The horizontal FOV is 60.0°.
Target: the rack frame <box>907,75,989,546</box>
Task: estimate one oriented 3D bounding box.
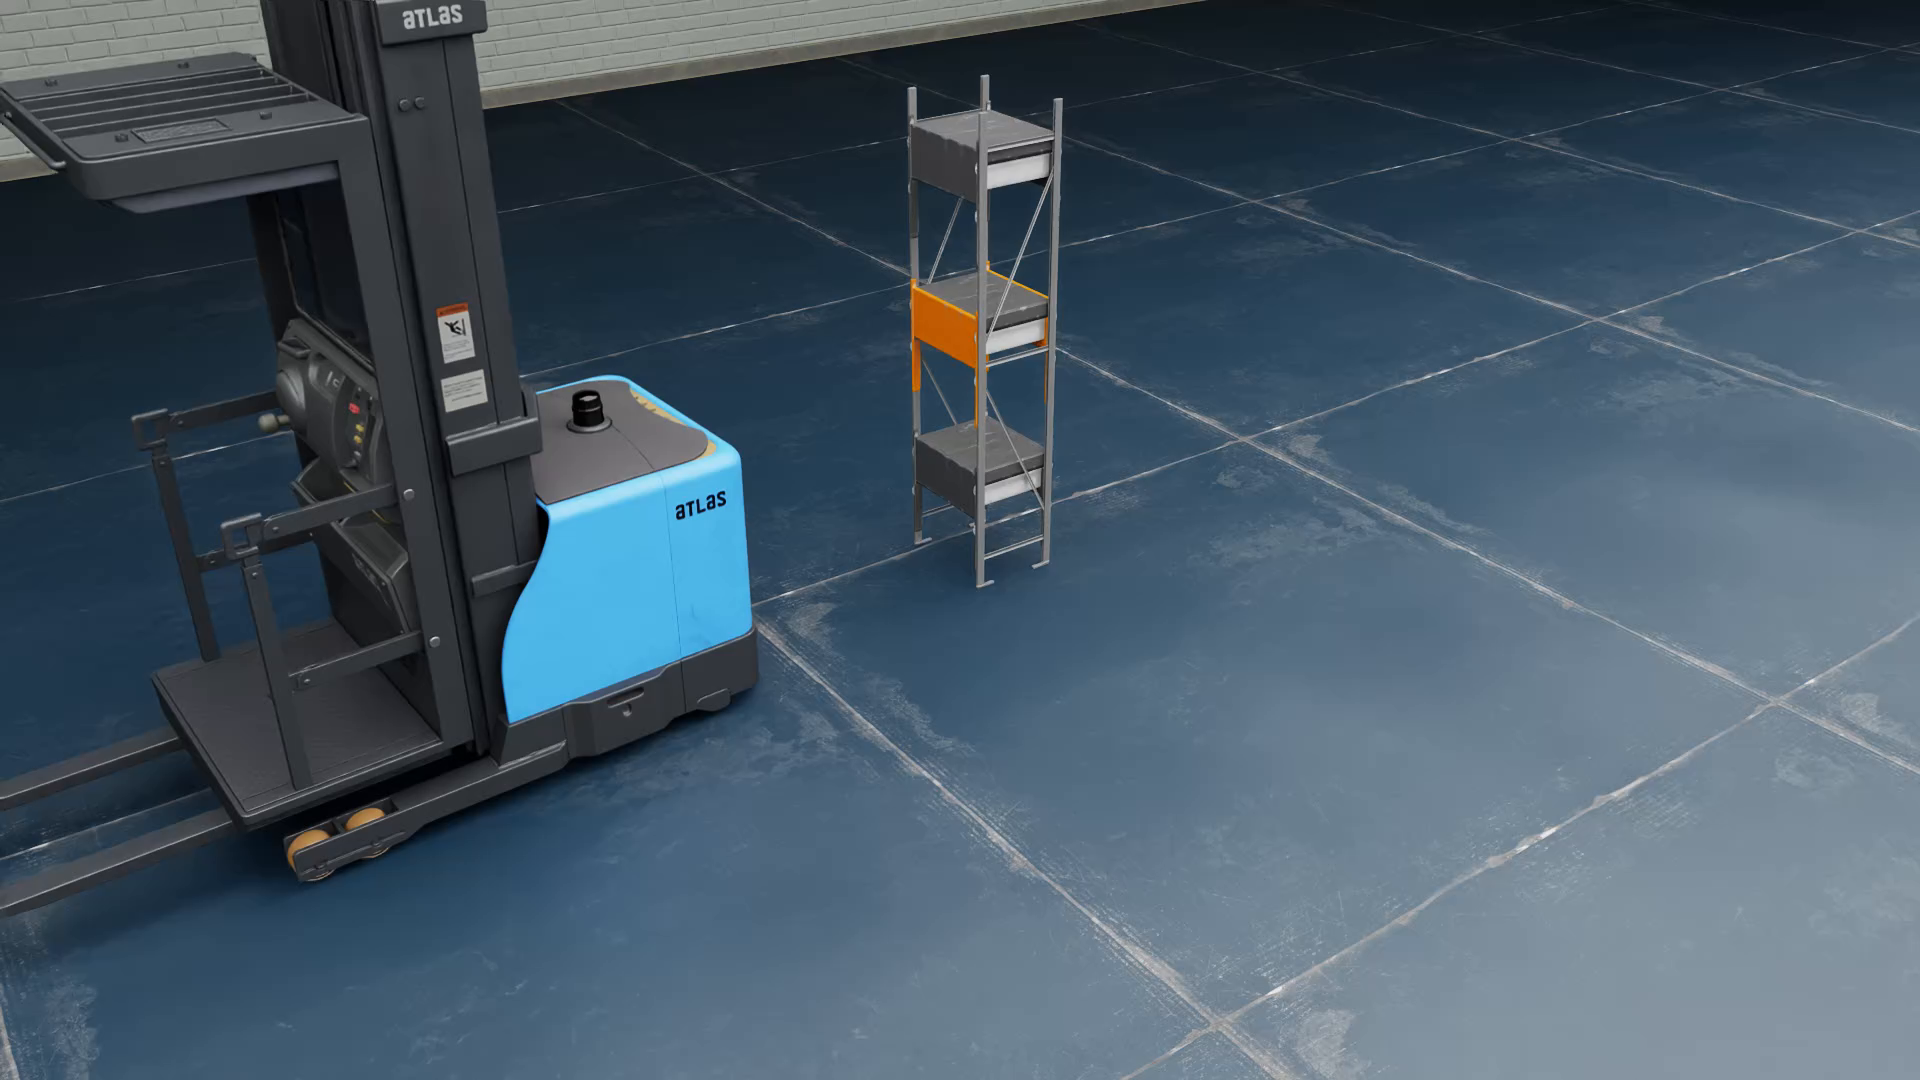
[{"bbox_3d":[-0.046,-0.953,7.305,0.400,2.100,0.015,-19,34,-31],"label":"rack frame"}]

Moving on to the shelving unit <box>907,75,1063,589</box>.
[{"bbox_3d":[0.096,-0.858,7.130,0.431,2.100,0.503,-19,34,-31],"label":"shelving unit"}]

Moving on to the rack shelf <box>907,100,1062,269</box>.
[{"bbox_3d":[0.096,-1.461,6.803,0.431,0.518,0.480,-19,34,-31],"label":"rack shelf"}]

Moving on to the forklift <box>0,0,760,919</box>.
[{"bbox_3d":[-2.268,-0.422,5.455,3.031,2.935,1.130,-20,35,-33],"label":"forklift"}]

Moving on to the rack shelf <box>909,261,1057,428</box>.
[{"bbox_3d":[0.096,-0.846,7.137,0.431,0.518,0.480,-19,34,-31],"label":"rack shelf"}]

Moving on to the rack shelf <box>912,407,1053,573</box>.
[{"bbox_3d":[0.096,-0.231,7.471,0.431,0.518,0.480,-19,34,-31],"label":"rack shelf"}]

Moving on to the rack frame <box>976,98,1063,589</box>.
[{"bbox_3d":[0.238,-0.763,6.956,0.400,2.100,0.015,-19,34,-31],"label":"rack frame"}]
